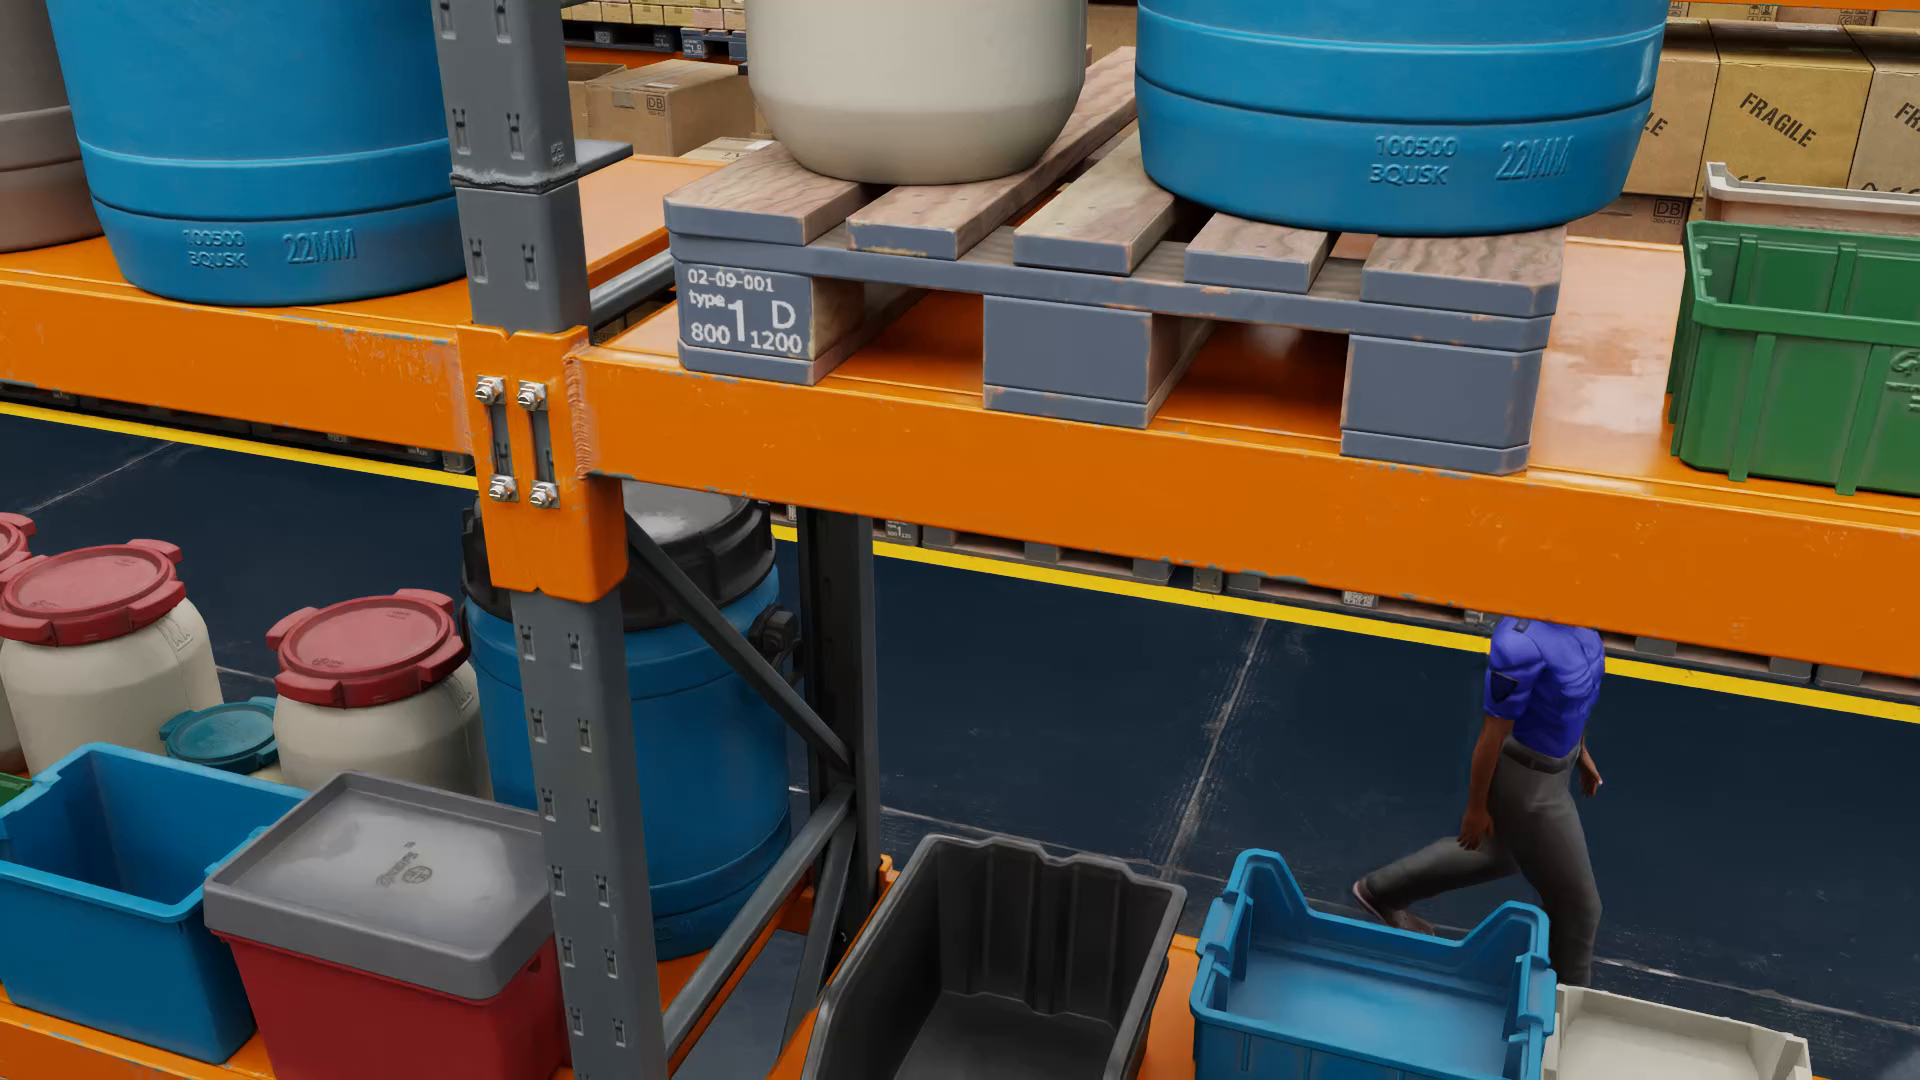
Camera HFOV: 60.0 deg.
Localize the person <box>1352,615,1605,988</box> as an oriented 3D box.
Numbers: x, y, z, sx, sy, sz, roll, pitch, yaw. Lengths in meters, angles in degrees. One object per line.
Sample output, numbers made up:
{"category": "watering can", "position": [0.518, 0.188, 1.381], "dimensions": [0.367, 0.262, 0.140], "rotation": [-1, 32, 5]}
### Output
{"category": "person", "position": [1.616, 0.654, 4.754], "dimensions": [0.927, 1.609, 0.459], "rotation": [15, 30, 28]}
